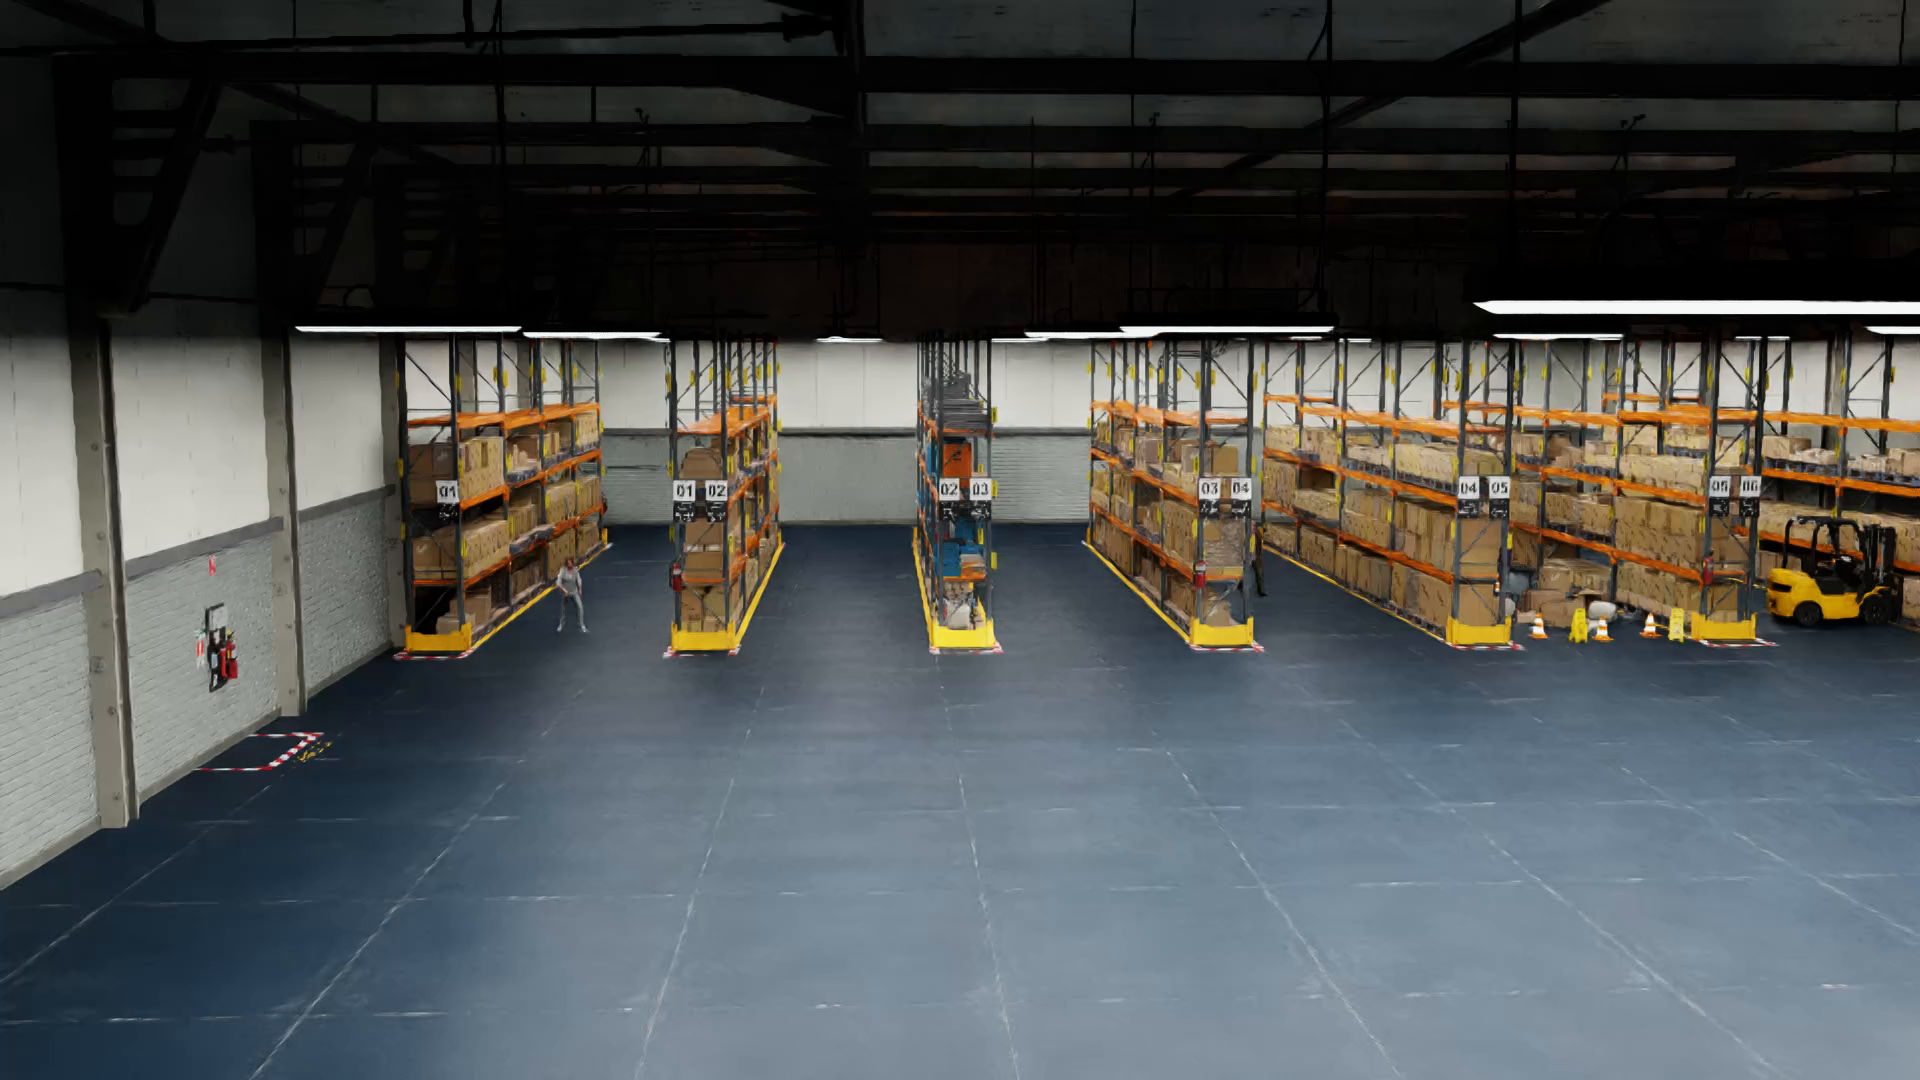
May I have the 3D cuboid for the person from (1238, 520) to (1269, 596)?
[{"bbox_3d":[6.633,0.400,37.834,0.580,1.715,1.104,-1,7,-11],"label":"person"}]

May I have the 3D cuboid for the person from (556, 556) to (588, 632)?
[{"bbox_3d":[-7.755,1.062,33.075,0.574,1.535,0.744,-3,7,-23],"label":"person"}]

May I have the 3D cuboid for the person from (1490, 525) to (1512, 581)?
[{"bbox_3d":[12.985,0.207,39.817,0.565,1.641,0.611,3,7,21],"label":"person"}]

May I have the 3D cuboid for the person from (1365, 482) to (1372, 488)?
[{"bbox_3d":[12.325,-0.944,49.819,0.419,1.590,0.566,-4,8,-32],"label":"person"}]
